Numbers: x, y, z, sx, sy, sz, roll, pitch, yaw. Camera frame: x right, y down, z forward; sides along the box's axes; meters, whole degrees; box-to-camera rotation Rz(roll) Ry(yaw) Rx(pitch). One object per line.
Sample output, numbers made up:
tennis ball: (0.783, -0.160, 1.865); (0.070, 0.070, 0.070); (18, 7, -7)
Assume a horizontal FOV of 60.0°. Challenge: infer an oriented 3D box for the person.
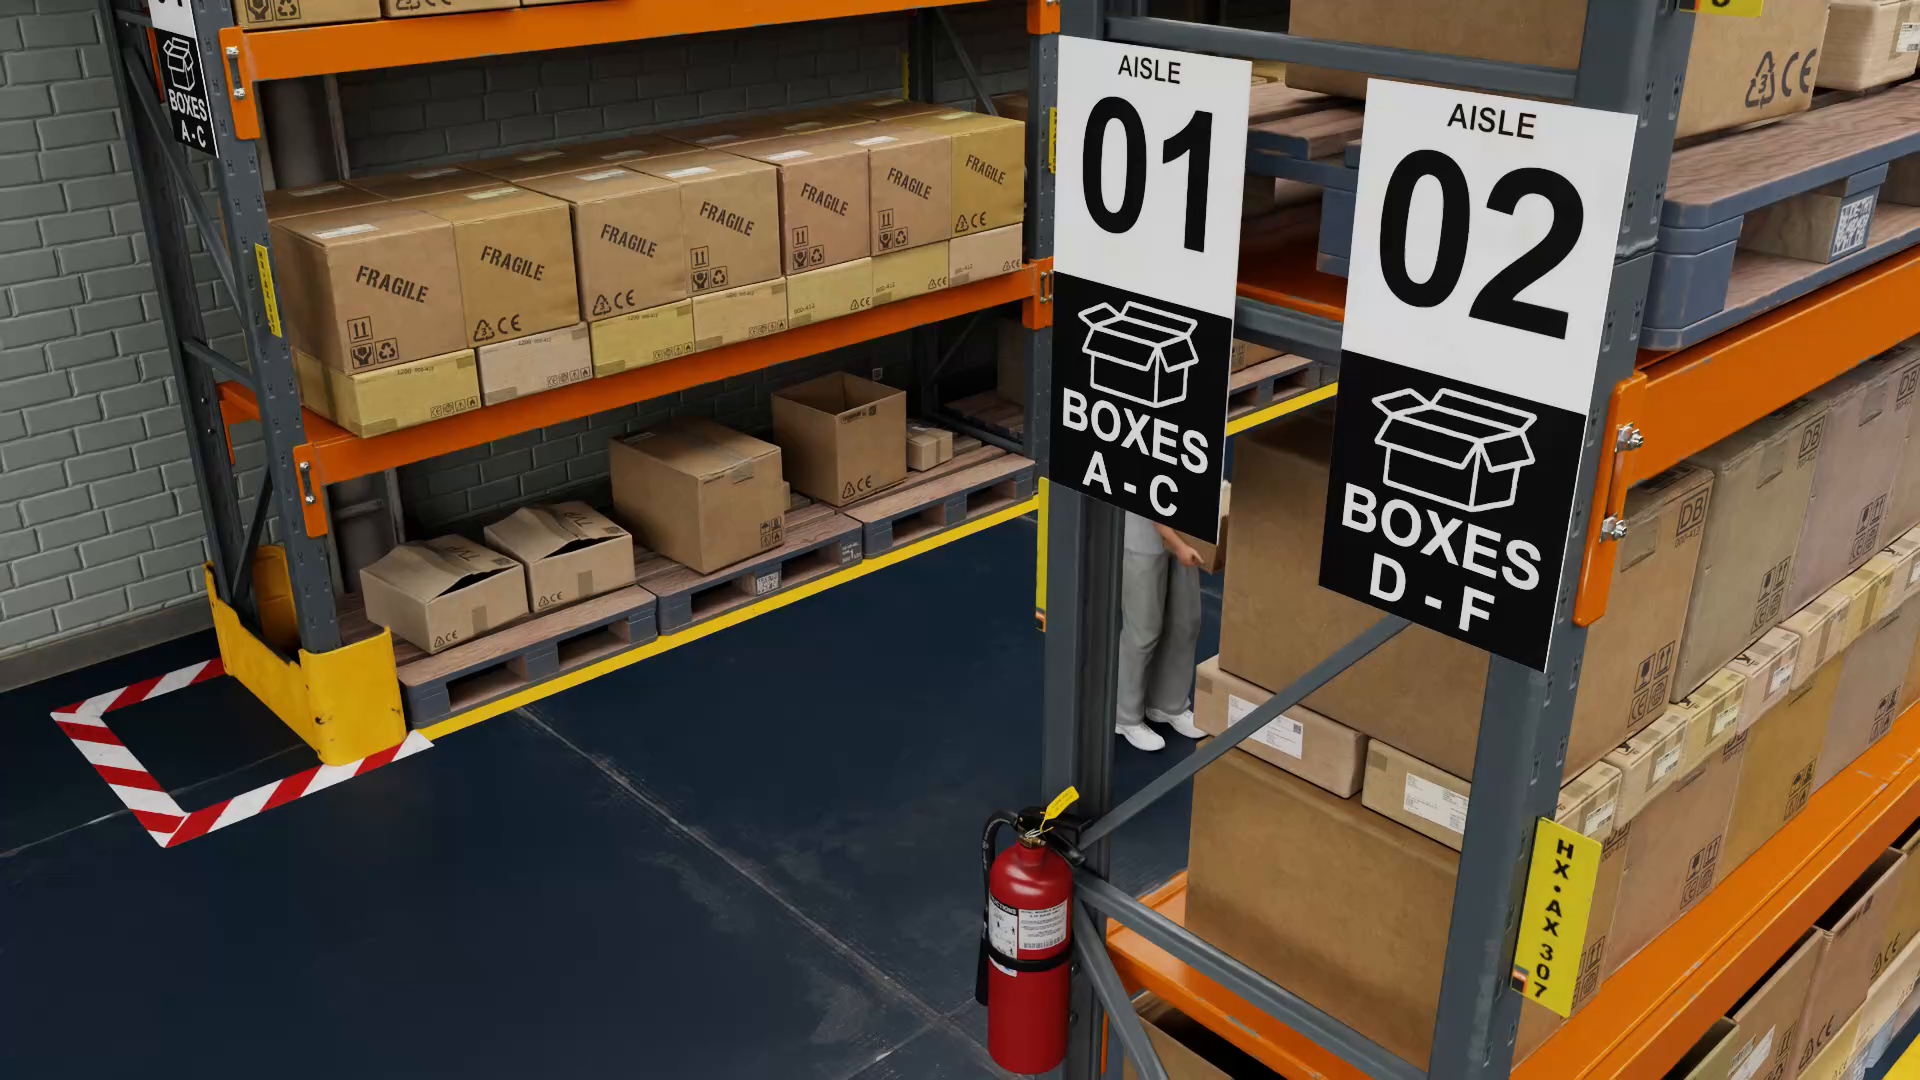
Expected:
person: (0.832, 0.037, 6.539); (0.434, 1.667, 0.548); (-21, 32, -38)
